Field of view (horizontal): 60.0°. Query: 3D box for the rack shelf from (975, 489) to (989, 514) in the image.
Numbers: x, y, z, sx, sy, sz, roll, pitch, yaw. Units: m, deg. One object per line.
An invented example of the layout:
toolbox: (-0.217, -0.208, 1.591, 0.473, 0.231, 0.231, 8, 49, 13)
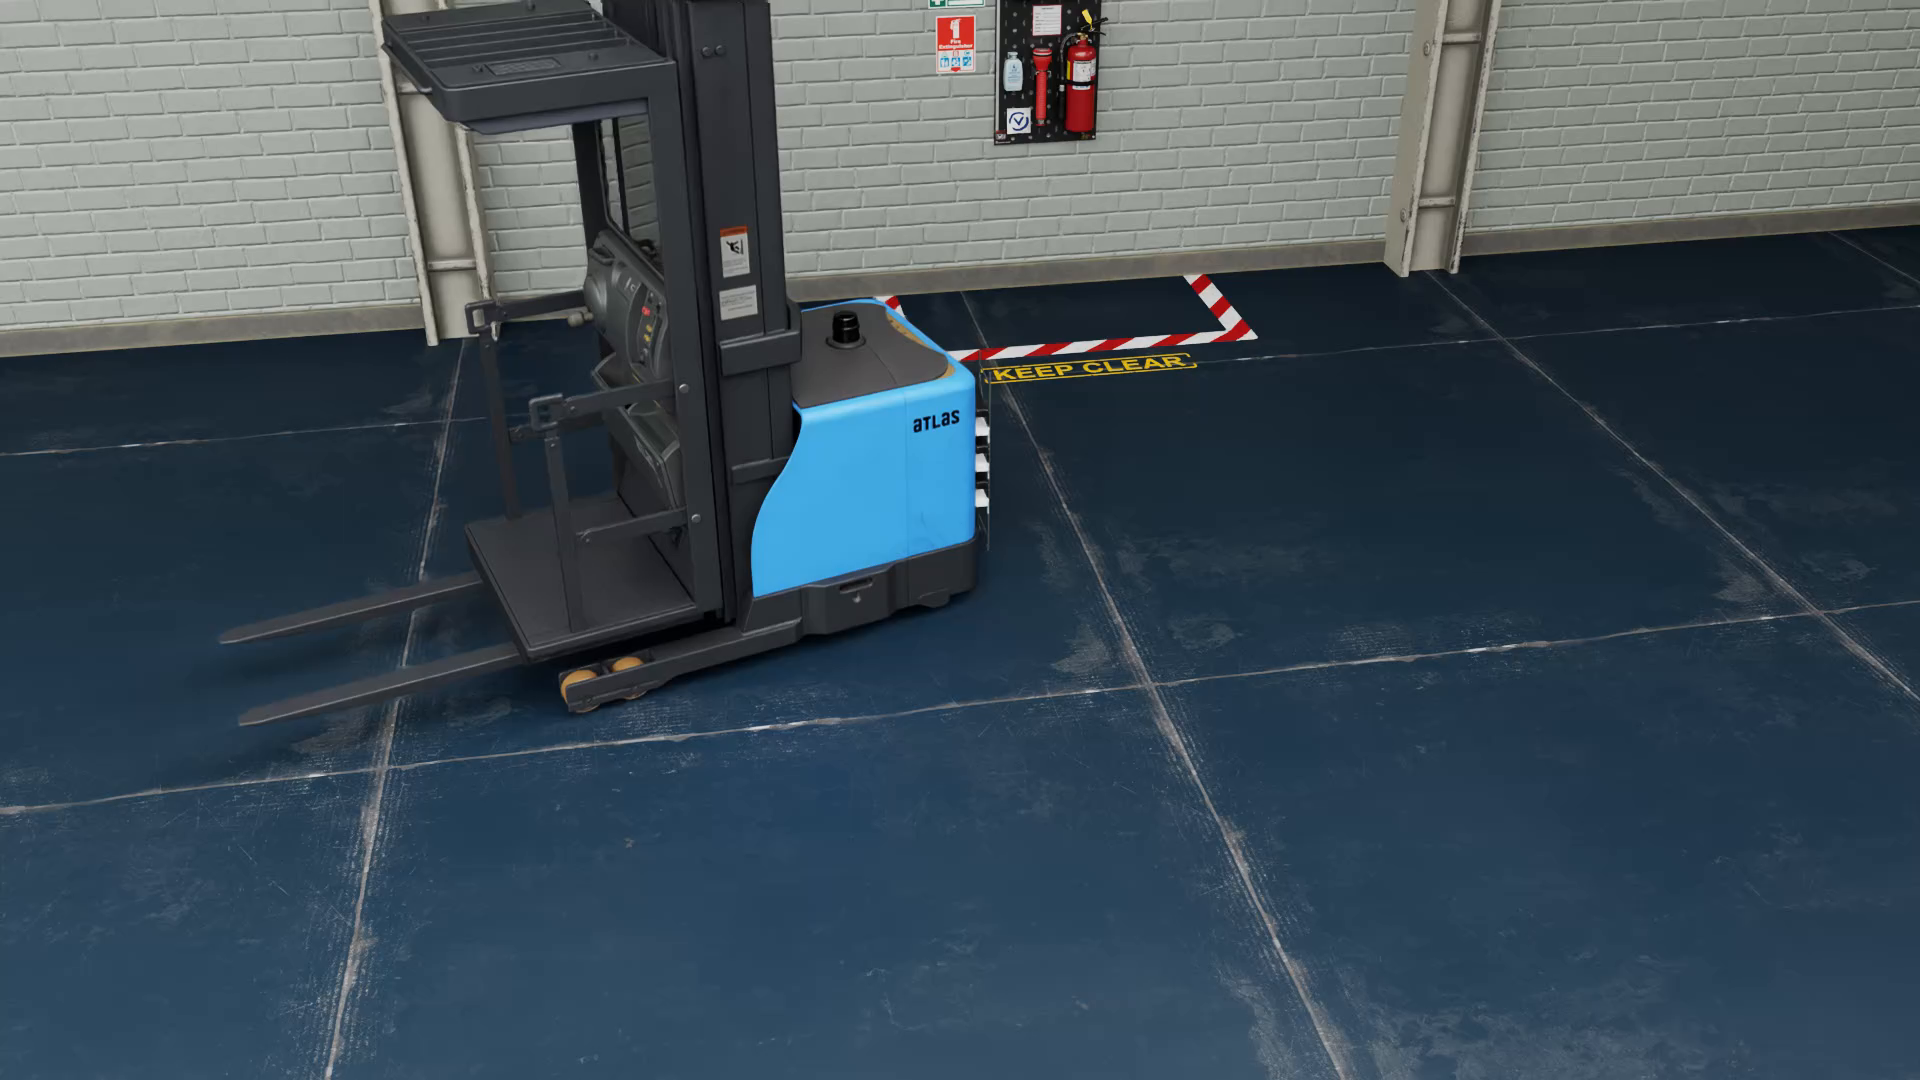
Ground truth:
rack shelf: (0.009, -0.205, 7.632, 0.200, 0.077, 0.258, -6, 31, -9)

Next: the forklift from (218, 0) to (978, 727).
forklift: (-1.470, -0.887, 6.367, 3.031, 2.935, 1.130, -15, 33, -23)

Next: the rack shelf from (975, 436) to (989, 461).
rack shelf: (0.009, -0.438, 7.495, 0.200, 0.077, 0.258, -6, 31, -9)

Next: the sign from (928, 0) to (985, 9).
sign: (-0.019, -3.099, 9.504, 0.331, 0.109, 0.001, -5, 31, -9)

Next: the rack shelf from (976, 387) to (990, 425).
rack shelf: (0.009, -0.593, 7.404, 0.200, 0.077, 0.258, -6, 31, -9)

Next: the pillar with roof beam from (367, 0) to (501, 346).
pillar with roof beam: (-2.151, -2.957, 3.901, 0.400, 9.000, 9.100, -5, 31, -9)

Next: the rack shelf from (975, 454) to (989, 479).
rack shelf: (0.009, -0.360, 7.540, 0.200, 0.077, 0.258, -6, 31, -9)

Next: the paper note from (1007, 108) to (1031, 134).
paper note: (0.351, -2.497, 9.907, 0.142, 0.148, 0.016, -5, 31, -9)

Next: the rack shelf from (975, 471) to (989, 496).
rack shelf: (0.009, -0.283, 7.586, 0.200, 0.077, 0.258, -6, 31, -9)

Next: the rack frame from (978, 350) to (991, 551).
rack frame: (0.109, -0.399, 7.540, 0.006, 0.900, 0.240, -6, 31, -9)

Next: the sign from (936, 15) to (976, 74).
sign: (-0.025, -2.875, 9.645, 0.234, 0.329, 0.001, -5, 31, -9)

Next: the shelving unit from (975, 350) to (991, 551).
shelving unit: (0.009, -0.389, 7.524, 0.210, 0.900, 0.258, -6, 31, -9)

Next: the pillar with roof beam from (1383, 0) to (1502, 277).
pillar with roof beam: (3.751, -3.505, 4.833, 0.400, 9.000, 9.100, -5, 31, -9)

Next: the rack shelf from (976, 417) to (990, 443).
rack shelf: (0.009, -0.515, 7.449, 0.200, 0.077, 0.258, -6, 31, -9)

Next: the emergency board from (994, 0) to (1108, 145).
emergency board: (0.538, -2.859, 9.652, 0.643, 1.169, 0.194, -5, 31, -9)
